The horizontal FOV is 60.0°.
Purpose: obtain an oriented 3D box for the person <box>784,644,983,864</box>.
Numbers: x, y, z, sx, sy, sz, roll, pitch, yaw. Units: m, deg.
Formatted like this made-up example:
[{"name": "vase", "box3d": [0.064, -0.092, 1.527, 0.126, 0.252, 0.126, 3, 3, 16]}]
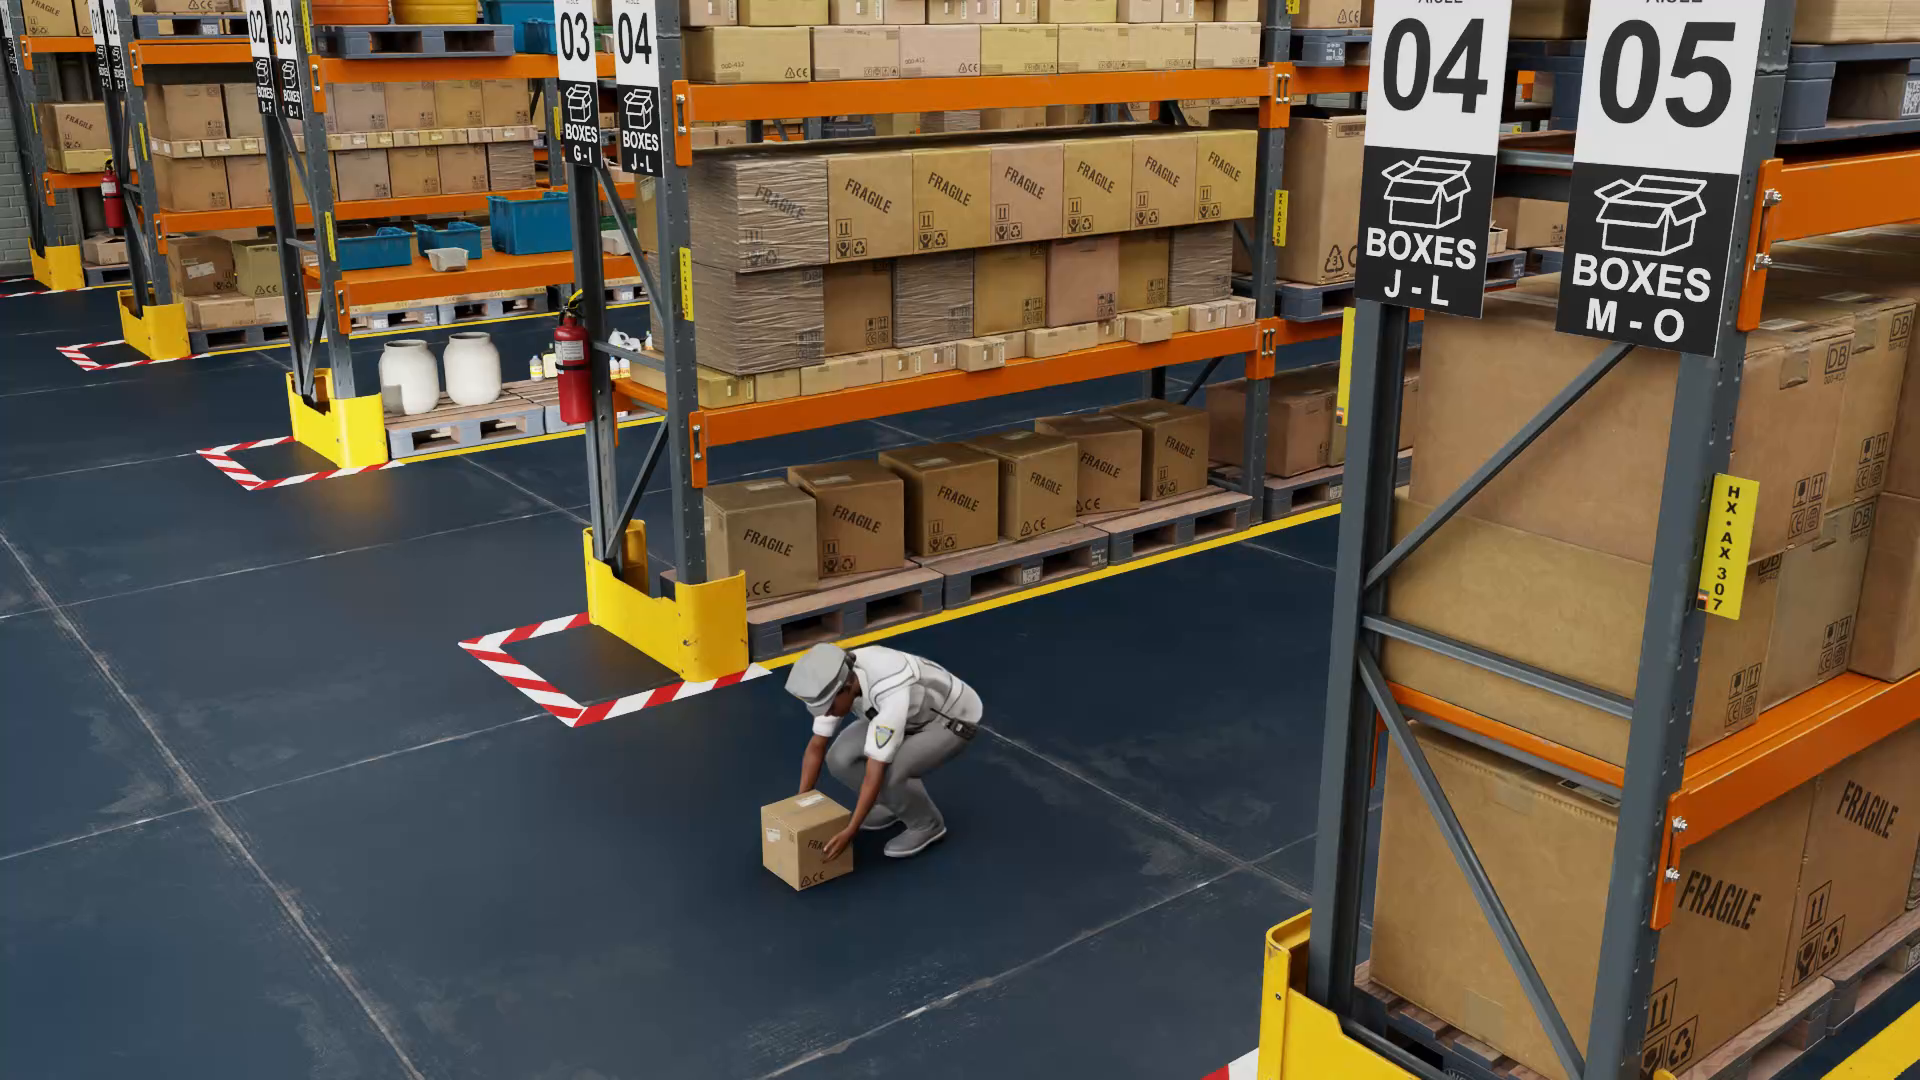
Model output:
[{"name": "person", "box3d": [-0.301, 0.764, 6.414, 0.864, 0.914, 0.478, -14, 22, -36]}]
